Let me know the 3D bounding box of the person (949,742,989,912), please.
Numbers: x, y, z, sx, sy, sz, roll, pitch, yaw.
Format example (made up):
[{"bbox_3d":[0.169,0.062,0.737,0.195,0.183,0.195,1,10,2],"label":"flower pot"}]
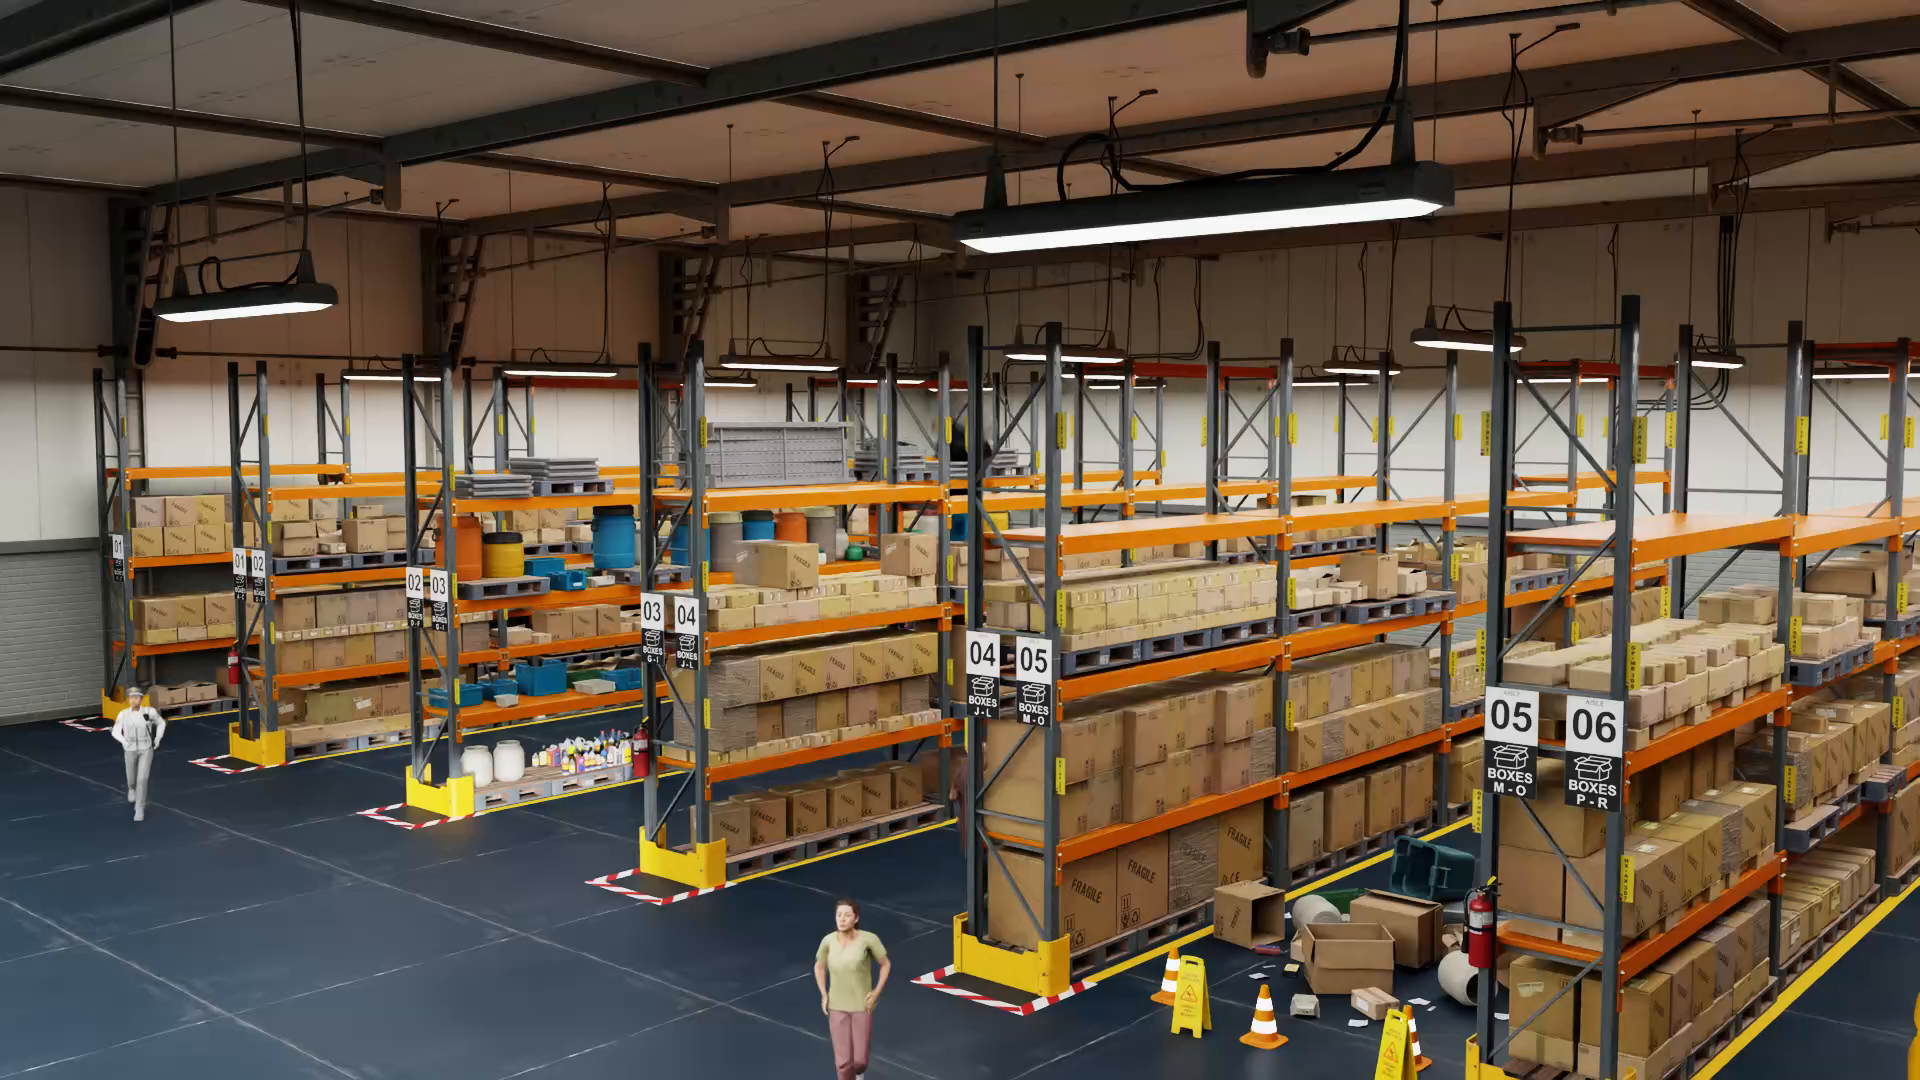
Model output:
[{"bbox_3d":[0.193,3.004,17.258,0.687,1.844,0.814,3,5,36],"label":"person"}]

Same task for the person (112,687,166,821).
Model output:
[{"bbox_3d":[-10.685,2.740,21.664,0.625,1.702,0.867,-1,4,-20],"label":"person"}]

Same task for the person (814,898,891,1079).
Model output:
[{"bbox_3d":[-0.804,3.450,12.322,0.577,1.642,0.580,0,4,6],"label":"person"}]

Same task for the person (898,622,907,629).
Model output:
[{"bbox_3d":[-1.216,1.630,32.400,0.702,1.745,0.741,2,5,27],"label":"person"}]
